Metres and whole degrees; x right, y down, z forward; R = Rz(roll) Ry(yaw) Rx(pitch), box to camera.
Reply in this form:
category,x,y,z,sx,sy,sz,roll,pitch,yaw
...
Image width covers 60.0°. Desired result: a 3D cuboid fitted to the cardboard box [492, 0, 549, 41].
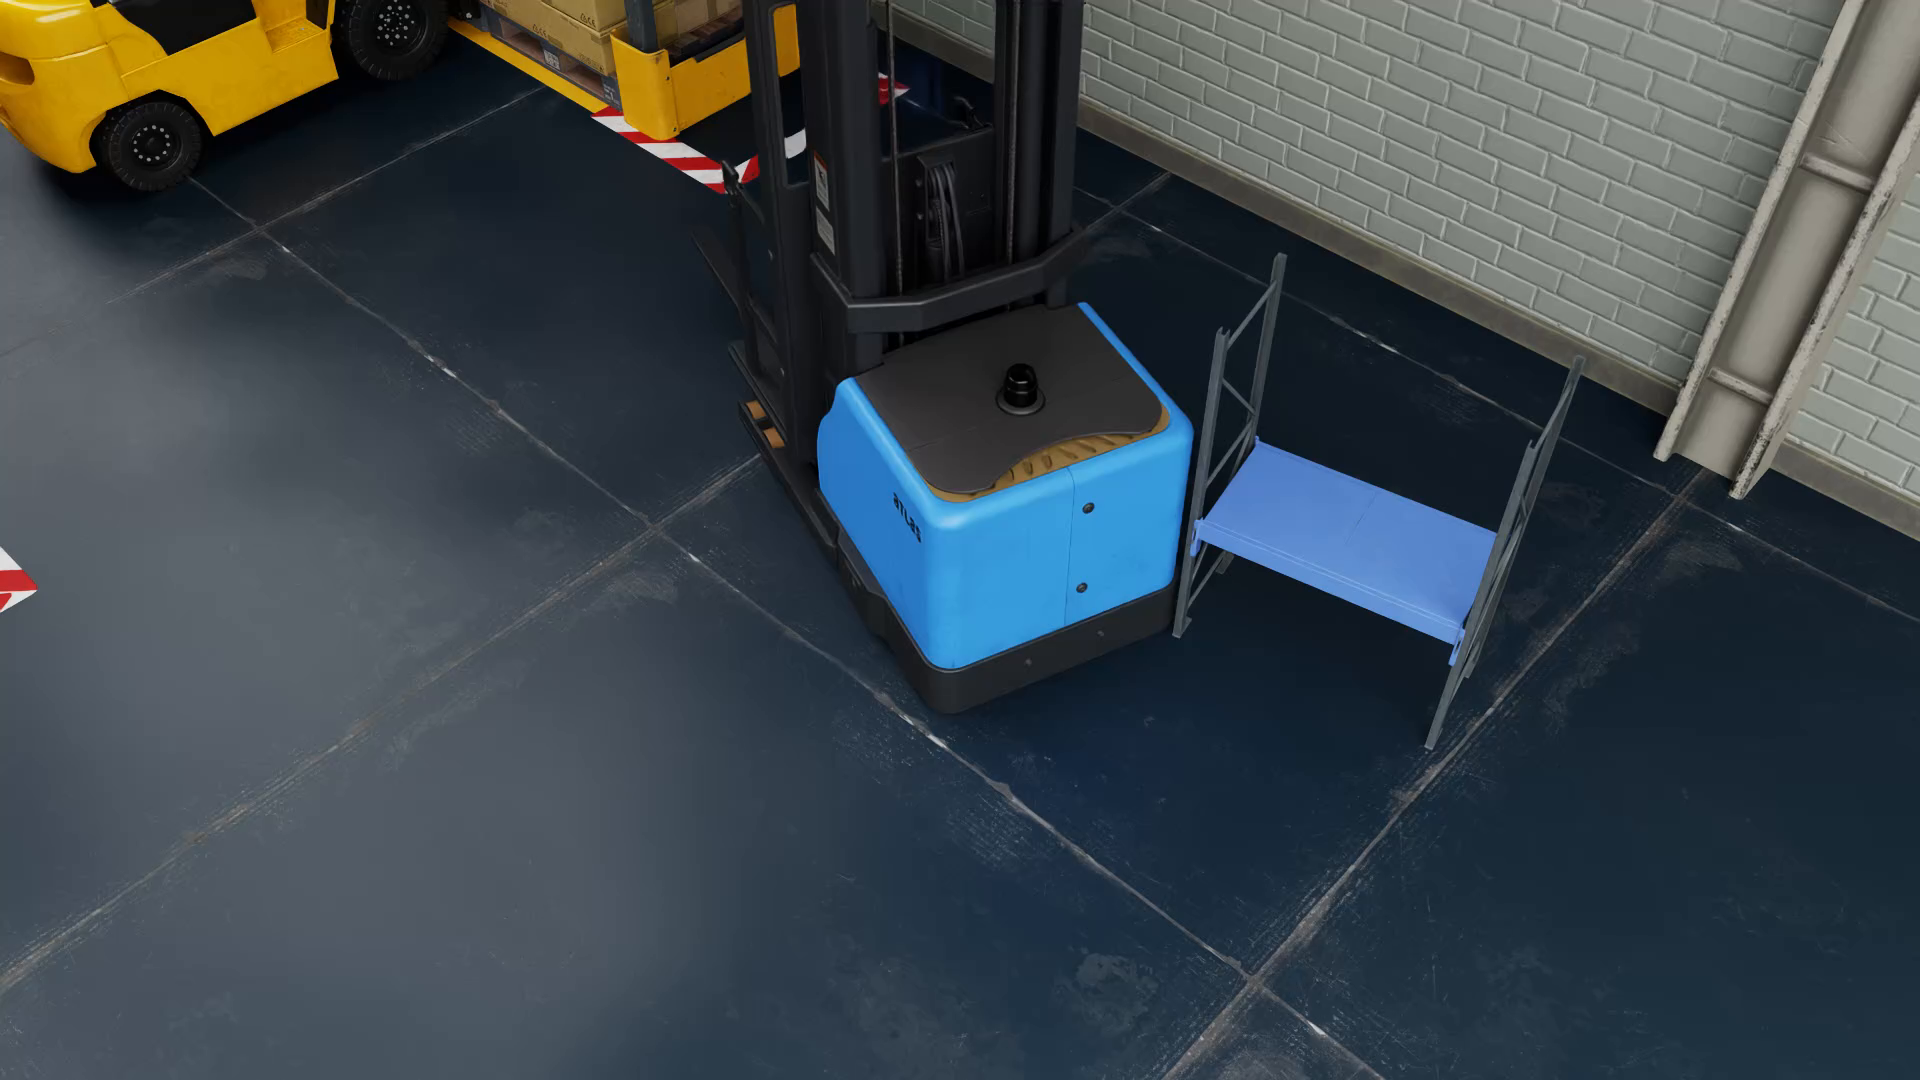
category,x,y,z,sx,sy,sz,roll,pitch,yaw
cardboard box,-2.228,-3.026,9.132,0.500,0.250,0.500,34,55,28

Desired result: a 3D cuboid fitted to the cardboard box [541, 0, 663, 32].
category,x,y,z,sx,sy,sz,roll,pitch,yaw
cardboard box,-1.879,-2.957,8.724,0.500,0.250,0.500,33,55,27

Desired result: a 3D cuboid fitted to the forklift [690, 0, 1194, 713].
category,x,y,z,sx,sy,sz,roll,pitch,yaw
forklift,-0.295,-1.453,6.104,1.130,2.935,3.031,-20,50,-18

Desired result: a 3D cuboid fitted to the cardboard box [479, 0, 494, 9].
category,x,y,z,sx,sy,sz,roll,pitch,yaw
cardboard box,-2.590,-3.279,9.369,0.500,0.250,0.500,35,56,28

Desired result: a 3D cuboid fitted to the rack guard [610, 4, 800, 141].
category,x,y,z,sx,sy,sz,roll,pitch,yaw
rack guard,-1.292,-2.642,8.888,0.348,0.500,1.175,34,55,28

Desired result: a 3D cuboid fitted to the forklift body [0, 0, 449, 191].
category,x,y,z,sx,sy,sz,roll,pitch,yaw
forklift body,-3.940,-3.180,8.260,1.214,2.155,2.313,34,55,28

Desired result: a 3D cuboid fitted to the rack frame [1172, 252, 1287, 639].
category,x,y,z,sx,sy,sz,roll,pitch,yaw
rack frame,0.960,-0.295,5.998,0.032,1.500,0.500,24,51,21

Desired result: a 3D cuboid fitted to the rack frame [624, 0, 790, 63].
category,x,y,z,sx,sy,sz,roll,pitch,yaw
rack frame,-1.310,-3.510,7.988,0.127,3.000,1.000,34,55,28

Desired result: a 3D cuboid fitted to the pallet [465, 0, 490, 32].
category,x,y,z,sx,sy,sz,roll,pitch,yaw
pallet,-2.792,-3.514,9.905,1.213,0.211,1.003,34,55,28

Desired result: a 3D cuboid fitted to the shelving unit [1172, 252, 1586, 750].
category,x,y,z,sx,sy,sz,roll,pitch,yaw
shelving unit,1.394,-0.103,5.818,1.048,1.500,0.538,24,51,21

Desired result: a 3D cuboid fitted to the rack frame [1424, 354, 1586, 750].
category,x,y,z,sx,sy,sz,roll,pitch,yaw
rack frame,1.829,0.089,5.637,0.032,1.500,0.500,24,51,21

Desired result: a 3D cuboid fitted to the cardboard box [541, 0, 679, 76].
category,x,y,z,sx,sy,sz,roll,pitch,yaw
cardboard box,-1.869,-2.775,8.896,0.500,0.250,0.500,34,56,28

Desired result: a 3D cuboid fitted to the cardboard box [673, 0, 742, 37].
category,x,y,z,sx,sy,sz,roll,pitch,yaw
cardboard box,-1.538,-3.060,9.164,0.500,0.250,0.500,34,56,28

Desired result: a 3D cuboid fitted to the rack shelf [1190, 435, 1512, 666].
category,x,y,z,sx,sy,sz,roll,pitch,yaw
rack shelf,1.394,0.020,5.949,1.000,0.185,0.538,24,51,21

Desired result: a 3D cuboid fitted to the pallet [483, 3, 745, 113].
category,x,y,z,sx,sy,sz,roll,pitch,yaw
pallet,-1.900,-2.911,9.338,1.213,0.211,1.003,34,55,28

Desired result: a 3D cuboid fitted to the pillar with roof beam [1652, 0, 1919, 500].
category,x,y,z,sx,sy,sz,roll,pitch,yaw
pillar with roof beam,0.279,-1.117,1.627,0.400,9.000,9.100,34,55,28
